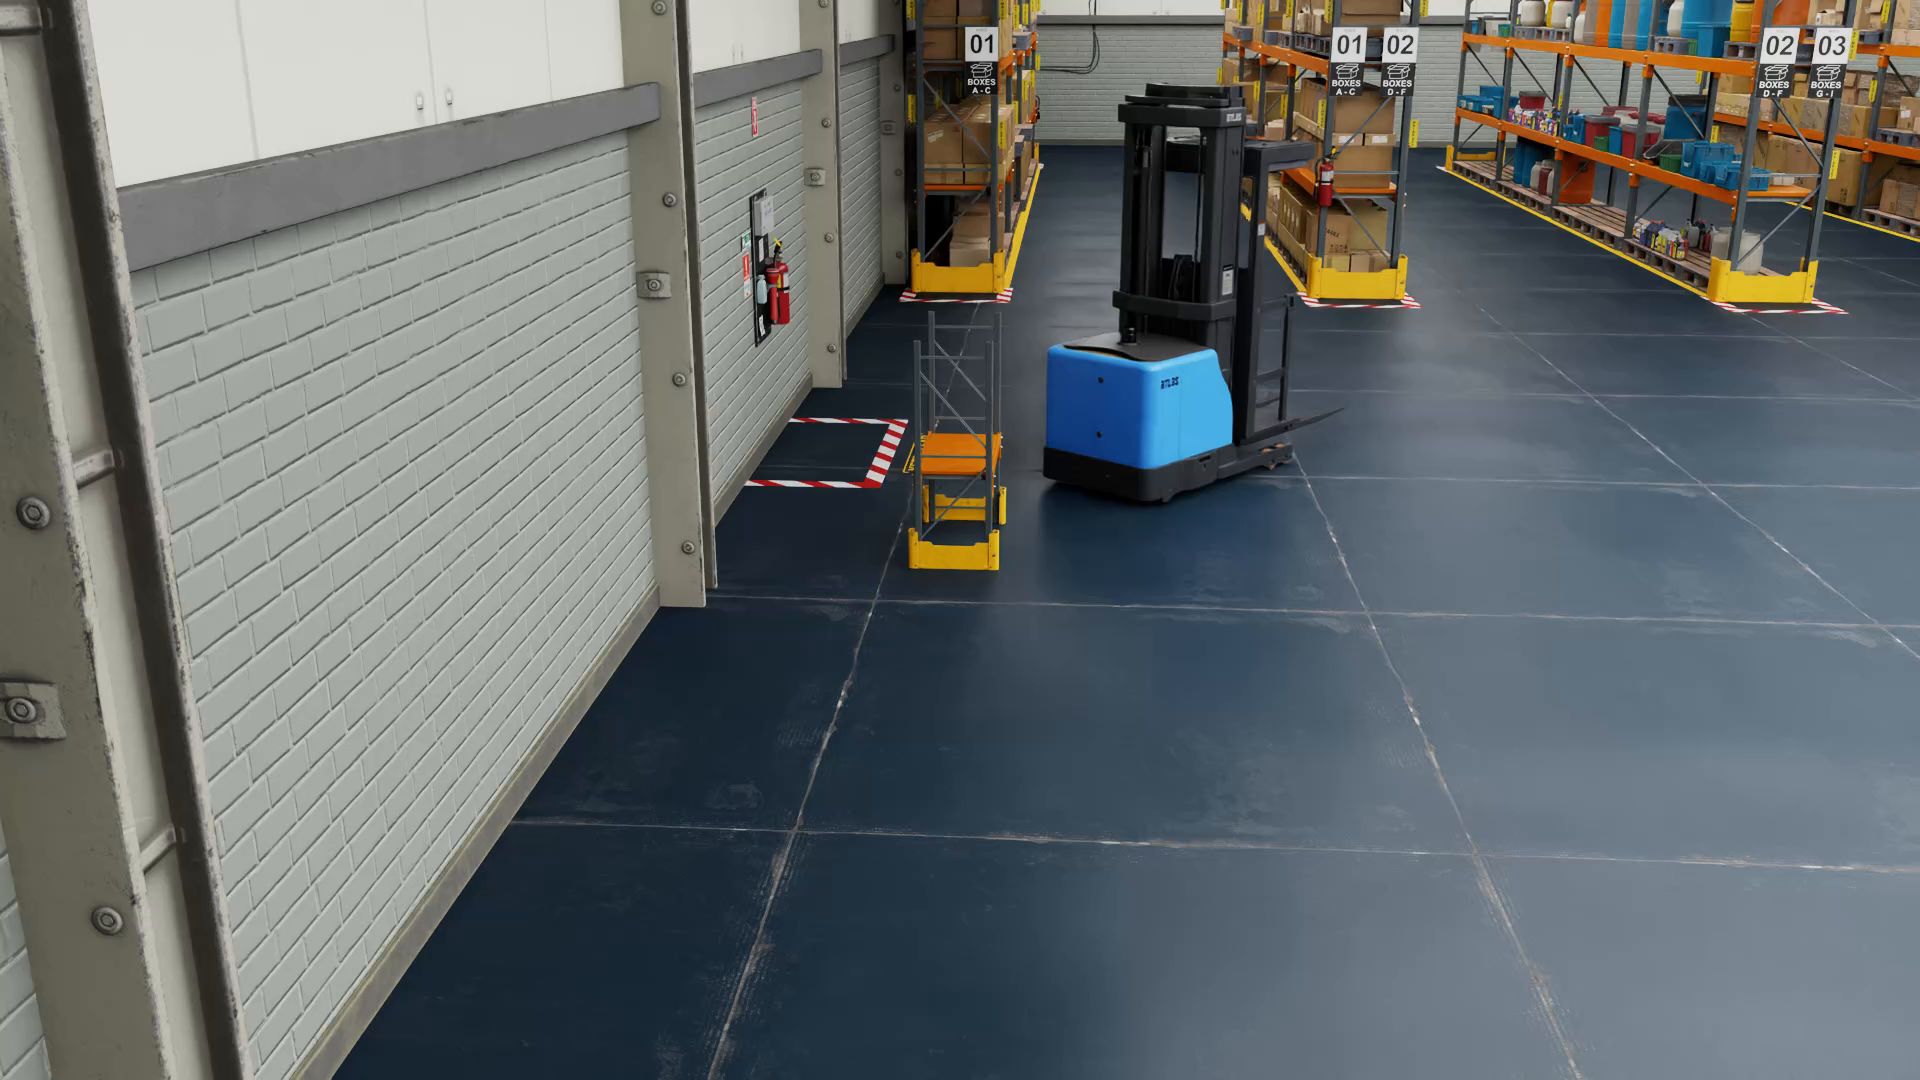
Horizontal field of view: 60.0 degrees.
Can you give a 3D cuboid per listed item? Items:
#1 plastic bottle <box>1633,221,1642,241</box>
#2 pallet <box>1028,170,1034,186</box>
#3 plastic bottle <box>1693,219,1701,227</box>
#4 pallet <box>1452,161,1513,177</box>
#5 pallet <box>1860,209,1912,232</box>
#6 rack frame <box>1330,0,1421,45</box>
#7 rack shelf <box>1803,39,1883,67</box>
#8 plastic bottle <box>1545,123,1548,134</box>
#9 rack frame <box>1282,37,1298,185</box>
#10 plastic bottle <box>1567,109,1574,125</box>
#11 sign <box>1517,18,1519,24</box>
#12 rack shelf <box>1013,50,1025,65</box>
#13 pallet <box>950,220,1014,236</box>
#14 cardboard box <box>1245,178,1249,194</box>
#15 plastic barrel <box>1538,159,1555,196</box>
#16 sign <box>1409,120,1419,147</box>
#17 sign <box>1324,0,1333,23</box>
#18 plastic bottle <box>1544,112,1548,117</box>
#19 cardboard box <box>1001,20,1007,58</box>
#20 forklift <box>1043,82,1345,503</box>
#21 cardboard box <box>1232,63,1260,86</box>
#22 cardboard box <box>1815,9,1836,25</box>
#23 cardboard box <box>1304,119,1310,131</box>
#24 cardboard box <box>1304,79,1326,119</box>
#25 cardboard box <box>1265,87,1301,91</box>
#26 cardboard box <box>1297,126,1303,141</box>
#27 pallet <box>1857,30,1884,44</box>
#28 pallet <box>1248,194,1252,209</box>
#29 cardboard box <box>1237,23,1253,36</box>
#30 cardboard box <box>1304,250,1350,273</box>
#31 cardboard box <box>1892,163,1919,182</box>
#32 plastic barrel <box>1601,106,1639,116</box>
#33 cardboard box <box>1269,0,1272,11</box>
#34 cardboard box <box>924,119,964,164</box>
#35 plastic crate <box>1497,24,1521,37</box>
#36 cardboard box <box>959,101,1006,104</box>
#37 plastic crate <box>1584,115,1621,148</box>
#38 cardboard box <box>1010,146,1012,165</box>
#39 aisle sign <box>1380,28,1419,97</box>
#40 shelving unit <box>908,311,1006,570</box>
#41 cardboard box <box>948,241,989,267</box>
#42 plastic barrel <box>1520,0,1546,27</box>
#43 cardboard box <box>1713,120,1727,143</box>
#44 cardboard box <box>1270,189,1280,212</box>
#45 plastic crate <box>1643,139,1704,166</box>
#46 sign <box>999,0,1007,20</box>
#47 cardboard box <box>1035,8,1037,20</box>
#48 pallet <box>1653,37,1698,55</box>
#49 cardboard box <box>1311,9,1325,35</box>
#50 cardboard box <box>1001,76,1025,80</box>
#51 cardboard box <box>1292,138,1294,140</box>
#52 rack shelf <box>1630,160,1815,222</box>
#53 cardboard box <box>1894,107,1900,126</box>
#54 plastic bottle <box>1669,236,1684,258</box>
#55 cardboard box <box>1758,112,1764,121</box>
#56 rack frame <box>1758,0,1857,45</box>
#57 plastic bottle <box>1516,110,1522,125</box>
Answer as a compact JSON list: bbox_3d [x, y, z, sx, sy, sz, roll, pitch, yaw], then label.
[{"bbox_3d":[9.676,-4.415,23.753,0.097,0.271,0.097,0,18,0],"label":"plastic bottle"},{"bbox_3d":[0.960,-7.206,33.076,1.003,0.211,1.213,1,18,4],"label":"pallet"},{"bbox_3d":[10.377,-4.335,23.383,0.144,0.351,0.185,1,18,2],"label":"plastic bottle"},{"bbox_3d":[10.898,-7.738,34.698,1.003,0.211,1.213,1,18,4],"label":"pallet"},{"bbox_3d":[15.305,-5.155,26.817,1.003,0.211,1.213,1,18,4],"label":"pallet"},{"bbox_3d":[4.909,-7.311,19.285,1.000,3.000,0.127,1,18,4],"label":"rack frame"},{"bbox_3d":[15.506,-8.428,28.664,1.077,0.370,4.000,1,18,4],"label":"rack shelf"},{"bbox_3d":[10.090,-7.072,28.508,0.097,0.201,0.097,0,18,0],"label":"plastic bottle"},{"bbox_3d":[5.195,-5.703,24.010,1.000,3.000,0.127,1,18,4],"label":"rack frame"},{"bbox_3d":[10.729,-7.379,29.205,0.144,0.351,0.185,1,18,4],"label":"plastic bottle"},{"bbox_3d":[11.546,-10.687,34.570,0.100,0.325,0.005,1,18,4],"label":"sign"},{"bbox_3d":[0.397,-7.517,25.885,1.077,0.370,4.000,1,18,4],"label":"rack shelf"},{"bbox_3d":[0.308,-4.729,25.516,1.003,0.211,1.213,1,18,4],"label":"pallet"},{"bbox_3d":[5.352,-6.423,29.515,0.500,0.500,0.500,1,18,2],"label":"cardboard box"},{"bbox_3d":[10.521,-6.390,29.306,0.600,0.588,0.708,1,18,4],"label":"plastic barrel"},{"bbox_3d":[5.462,-4.895,20.028,0.100,0.325,0.005,1,18,4],"label":"sign"},{"bbox_3d":[4.368,-6.286,19.676,0.100,0.325,0.005,1,18,4],"label":"sign"},{"bbox_3d":[10.878,-7.849,30.878,0.097,0.201,0.097,0,18,0],"label":"plastic bottle"},{"bbox_3d":[0.315,-6.317,20.873,0.500,0.500,0.500,2,18,8],"label":"cardboard box"},{"bbox_3d":[2.009,-2.046,12.961,1.130,2.935,3.031,16,24,41],"label":"forklift"},{"bbox_3d":[5.581,-9.032,32.404,0.500,0.500,0.500,1,18,3],"label":"cardboard box"},{"bbox_3d":[15.481,-9.209,29.362,0.500,0.311,0.500,1,18,2],"label":"cardboard box"},{"bbox_3d":[4.911,-5.662,22.684,0.380,0.149,0.250,1,18,2],"label":"cardboard box"},{"bbox_3d":[5.135,-6.072,22.892,0.700,0.500,0.500,1,18,4],"label":"cardboard box"},{"bbox_3d":[5.671,-7.670,29.179,0.700,0.500,0.500,5,19,14],"label":"cardboard box"},{"bbox_3d":[5.170,-5.612,23.574,0.700,0.500,0.500,1,18,2],"label":"cardboard box"},{"bbox_3d":[15.356,-8.260,27.299,1.213,0.211,1.003,2,18,6],"label":"pallet"},{"bbox_3d":[5.573,-5.851,28.941,1.003,0.211,1.213,1,18,4],"label":"pallet"},{"bbox_3d":[5.538,-9.699,31.628,0.500,0.250,0.500,1,18,4],"label":"cardboard box"},{"bbox_3d":[4.652,-3.527,21.110,0.500,0.250,0.500,1,18,4],"label":"cardboard box"},{"bbox_3d":[15.344,-5.892,26.690,0.500,0.250,0.500,2,18,6],"label":"cardboard box"},{"bbox_3d":[10.691,-6.747,26.979,0.600,0.536,0.708,1,18,4],"label":"plastic barrel"},{"bbox_3d":[5.593,-9.345,28.543,0.500,0.500,0.500,1,18,4],"label":"cardboard box"},{"bbox_3d":[-0.211,-5.016,20.917,0.500,0.500,0.500,1,18,3],"label":"cardboard box"},{"bbox_3d":[10.456,-9.712,31.695,0.416,0.233,0.300,1,18,4],"label":"plastic crate"},{"bbox_3d":[0.372,-6.400,25.269,0.700,0.500,0.500,3,18,10],"label":"cardboard box"},{"bbox_3d":[10.001,-6.369,25.940,0.402,0.464,0.583,1,18,4],"label":"plastic crate"},{"bbox_3d":[0.458,-5.286,22.945,0.500,0.250,0.500,1,18,4],"label":"cardboard box"},{"bbox_3d":[5.209,-5.669,19.731,0.394,0.787,0.004,1,18,4],"label":"aisle sign"},{"bbox_3d":[-0.005,-0.689,11.117,0.587,1.500,1.083,1,18,4],"label":"shelving unit"},{"bbox_3d":[0.107,-3.714,21.553,0.500,0.311,0.500,-1,18,-2],"label":"cardboard box"},{"bbox_3d":[10.421,-9.607,30.216,0.433,0.535,0.433,0,18,0],"label":"plastic barrel"},{"bbox_3d":[15.970,-8.197,34.359,0.875,0.875,0.875,1,18,4],"label":"cardboard box"},{"bbox_3d":[4.969,-5.156,25.183,0.500,0.311,0.500,2,18,5],"label":"cardboard box"},{"bbox_3d":[9.971,-5.402,23.191,0.767,0.338,0.504,1,18,4],"label":"plastic crate"},{"bbox_3d":[0.509,-6.399,19.913,0.100,0.325,0.005,1,18,4],"label":"sign"},{"bbox_3d":[1.327,-10.907,34.481,0.500,0.250,0.500,2,18,6],"label":"cardboard box"},{"bbox_3d":[10.181,-6.701,22.541,1.213,0.211,1.003,1,18,4],"label":"pallet"},{"bbox_3d":[4.768,-6.646,21.315,0.500,0.311,0.500,3,18,10],"label":"cardboard box"},{"bbox_3d":[0.868,-7.912,28.876,0.500,0.250,0.500,1,18,3],"label":"cardboard box"},{"bbox_3d":[5.075,-5.916,24.877,0.396,0.266,0.258,1,18,3],"label":"cardboard box"},{"bbox_3d":[9.992,-4.628,21.885,1.077,0.370,4.000,1,18,4],"label":"rack shelf"},{"bbox_3d":[15.669,-6.915,27.550,0.500,0.500,0.500,2,18,6],"label":"cardboard box"},{"bbox_3d":[9.589,-3.921,22.241,0.152,0.276,0.135,1,18,4],"label":"plastic bottle"},{"bbox_3d":[15.363,-8.028,31.509,0.380,0.149,0.250,2,18,5],"label":"cardboard box"},{"bbox_3d":[9.849,-7.200,18.944,1.000,3.000,0.127,1,18,4],"label":"rack frame"},{"bbox_3d":[10.234,-7.730,30.404,0.097,0.271,0.097,0,18,0],"label":"plastic bottle"}]
